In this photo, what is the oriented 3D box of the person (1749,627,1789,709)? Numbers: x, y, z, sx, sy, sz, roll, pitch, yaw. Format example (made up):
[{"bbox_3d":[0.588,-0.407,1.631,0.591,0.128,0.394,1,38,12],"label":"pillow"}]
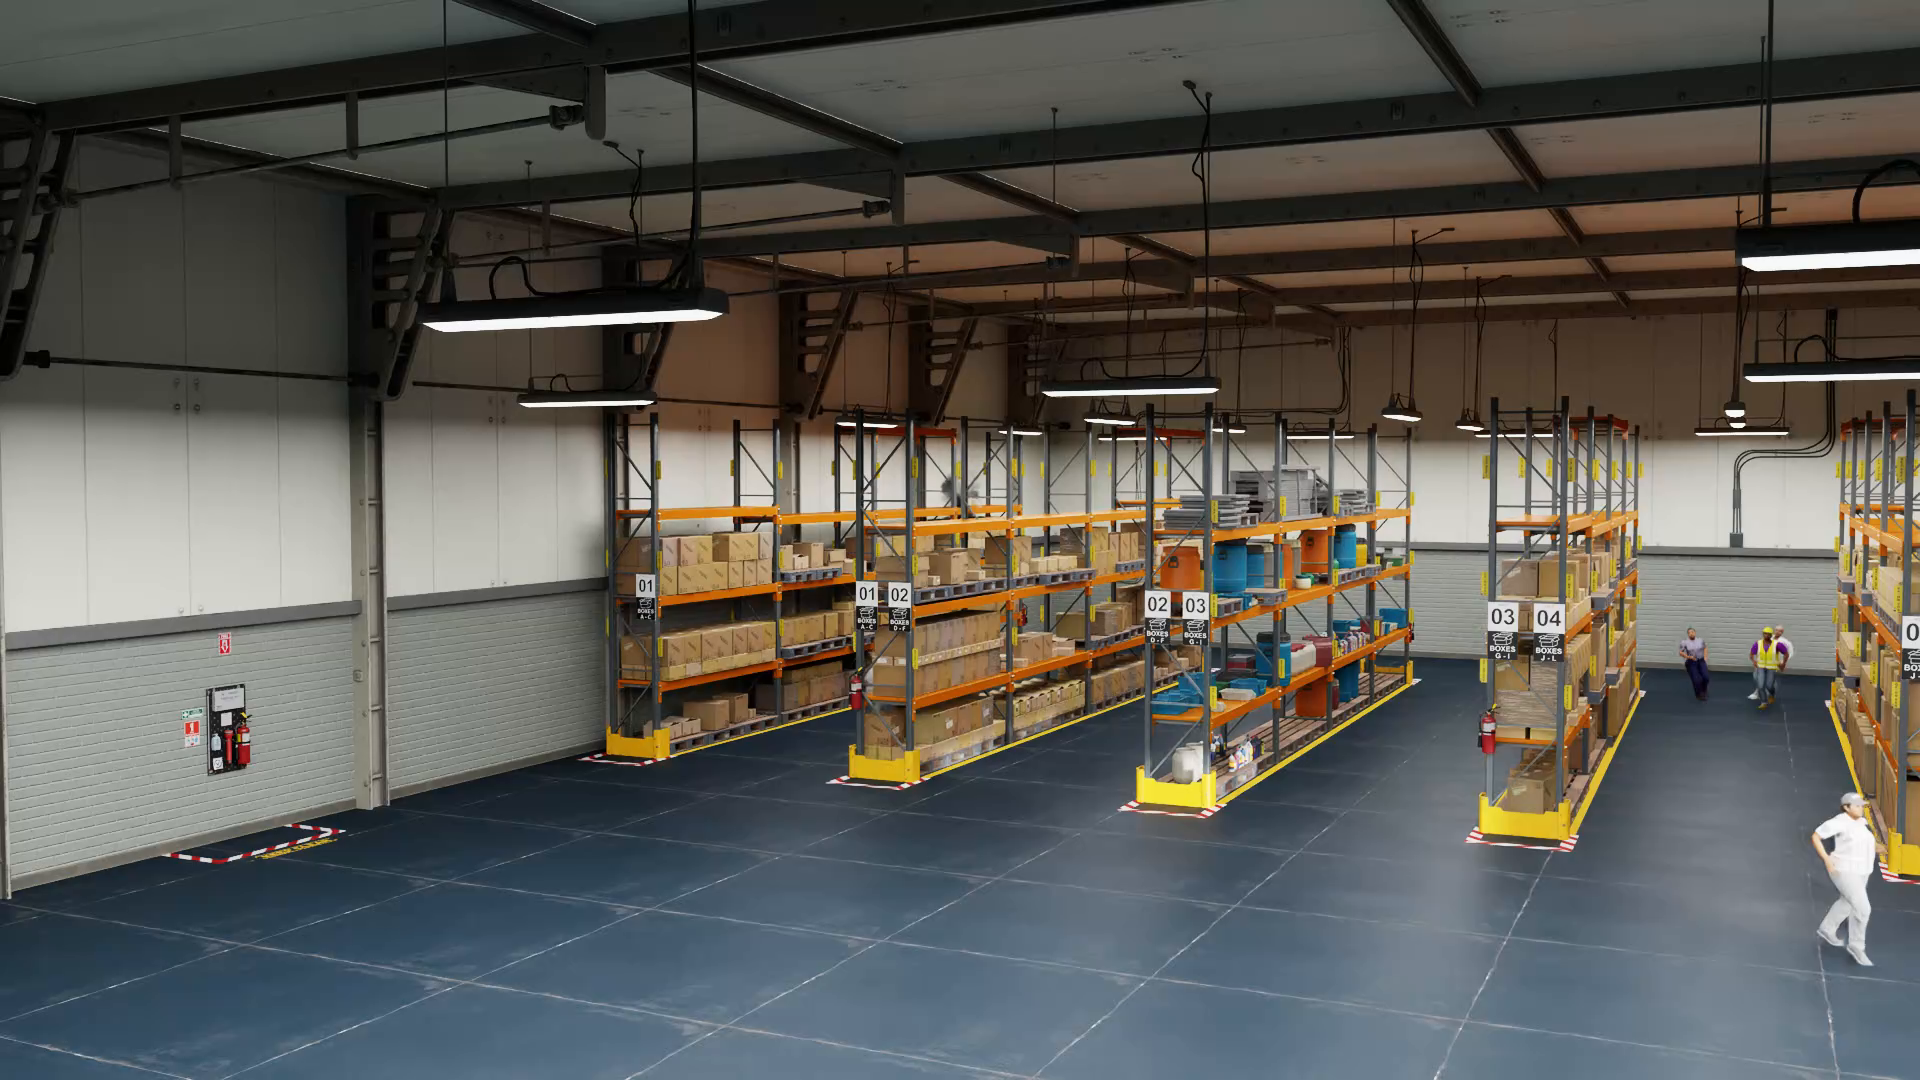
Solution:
[{"bbox_3d":[16.921,2.684,34.818,0.738,1.718,0.621,2,3,34],"label":"person"}]

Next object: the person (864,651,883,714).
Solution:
[{"bbox_3d":[-1.539,2.879,30.133,0.559,1.722,0.856,1,3,24],"label":"person"}]

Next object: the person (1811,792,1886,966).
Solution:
[{"bbox_3d":[9.141,3.455,17.097,0.582,1.732,0.759,-1,3,-30],"label":"person"}]

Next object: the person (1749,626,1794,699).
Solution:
[{"bbox_3d":[17.627,2.666,36.095,0.628,1.647,0.805,-1,3,-22],"label":"person"}]

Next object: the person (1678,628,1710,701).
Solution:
[{"bbox_3d":[15.959,2.706,36.111,0.663,1.573,0.496,0,2,11],"label":"person"}]
